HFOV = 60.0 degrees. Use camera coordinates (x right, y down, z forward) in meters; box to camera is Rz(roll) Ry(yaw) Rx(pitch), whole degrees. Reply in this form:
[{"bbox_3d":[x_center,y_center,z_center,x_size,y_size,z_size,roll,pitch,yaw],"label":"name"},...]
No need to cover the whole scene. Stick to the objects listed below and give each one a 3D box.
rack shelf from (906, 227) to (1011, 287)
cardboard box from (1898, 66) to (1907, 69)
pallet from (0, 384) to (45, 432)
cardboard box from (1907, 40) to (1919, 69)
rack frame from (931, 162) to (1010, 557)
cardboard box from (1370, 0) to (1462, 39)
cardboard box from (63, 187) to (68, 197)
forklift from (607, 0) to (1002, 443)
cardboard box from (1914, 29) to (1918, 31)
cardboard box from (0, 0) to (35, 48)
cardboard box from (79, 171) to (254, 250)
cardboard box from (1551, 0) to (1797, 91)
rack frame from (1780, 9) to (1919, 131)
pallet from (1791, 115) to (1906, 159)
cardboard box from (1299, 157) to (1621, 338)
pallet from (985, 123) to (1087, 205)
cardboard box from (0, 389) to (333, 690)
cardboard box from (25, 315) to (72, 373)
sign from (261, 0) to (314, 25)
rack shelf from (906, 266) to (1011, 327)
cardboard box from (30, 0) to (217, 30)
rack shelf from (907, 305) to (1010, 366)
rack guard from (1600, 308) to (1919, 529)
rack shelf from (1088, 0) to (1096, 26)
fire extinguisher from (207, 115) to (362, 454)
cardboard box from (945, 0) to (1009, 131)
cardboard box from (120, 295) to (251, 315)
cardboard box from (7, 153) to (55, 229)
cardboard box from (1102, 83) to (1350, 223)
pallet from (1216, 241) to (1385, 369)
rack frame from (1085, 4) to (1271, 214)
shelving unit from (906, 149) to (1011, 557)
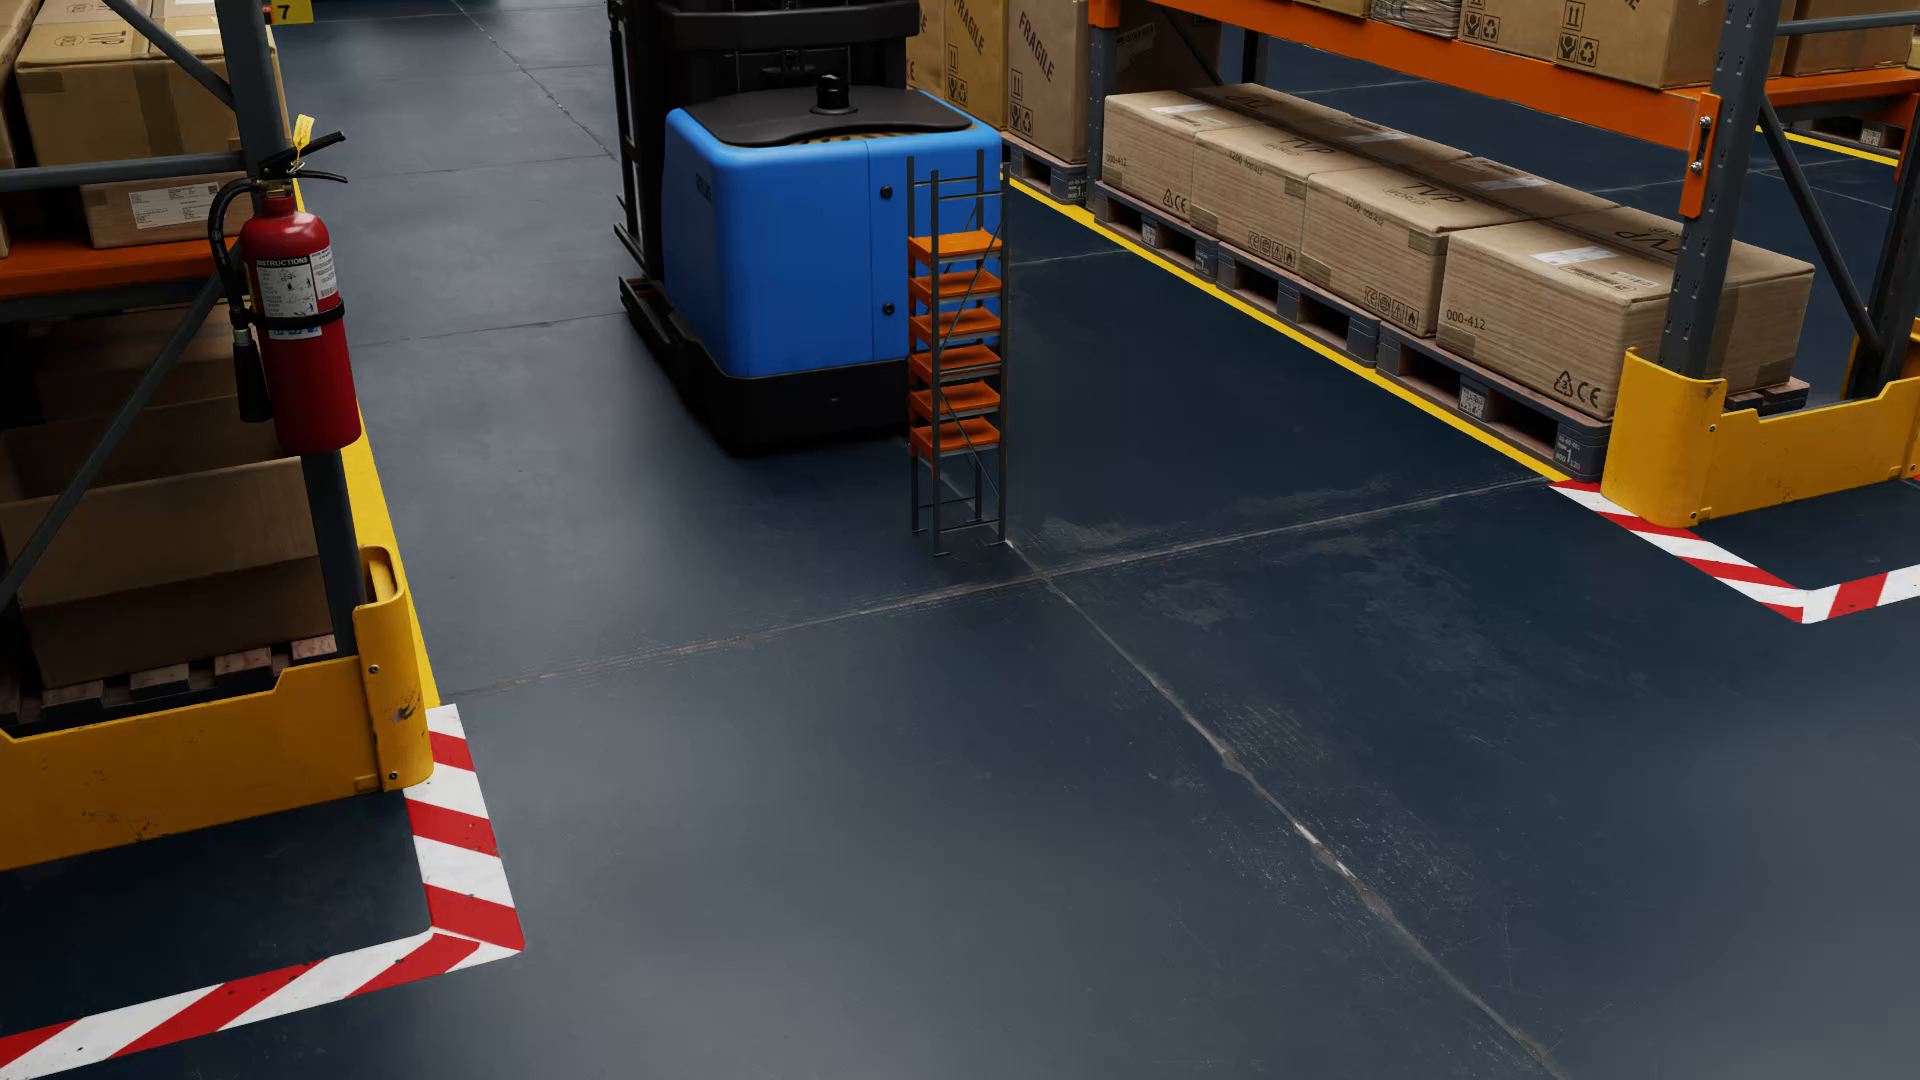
[{"bbox_3d":[-0.006,-0.829,4.860,0.258,0.103,0.180,-11,28,-21],"label":"rack shelf"},{"bbox_3d":[5.695,-2.813,10.025,0.380,0.149,0.250,-10,28,-20],"label":"cardboard box"},{"bbox_3d":[-2.665,-0.290,5.605,1.003,0.211,1.213,-11,28,-21],"label":"pallet"},{"bbox_3d":[5.808,-2.845,9.751,0.380,0.149,0.250,-11,28,-21],"label":"cardboard box"},{"bbox_3d":[0.030,-0.508,4.923,0.240,1.200,0.006,-11,28,-21],"label":"rack frame"},{"bbox_3d":[1.892,-2.159,6.140,0.500,0.500,0.500,-10,28,-19],"label":"cardboard box"},{"bbox_3d":[-2.002,-0.961,4.086,0.380,0.149,0.250,-11,28,-21],"label":"cardboard box"},{"bbox_3d":[-0.842,-2.277,6.573,1.130,2.935,3.031,-10,28,-19],"label":"forklift"},{"bbox_3d":[5.610,-3.060,10.192,0.380,0.149,0.250,-9,28,-19],"label":"cardboard box"},{"bbox_3d":[-2.473,-1.114,3.945,0.500,0.250,0.500,-10,28,-20],"label":"cardboard box"},{"bbox_3d":[-1.725,-0.766,3.687,0.380,0.149,0.250,-11,28,-21],"label":"cardboard box"},{"bbox_3d":[2.285,-1.748,5.298,0.500,0.500,0.500,-10,28,-20],"label":"cardboard box"},{"bbox_3d":[5.666,-4.060,10.147,1.000,3.000,0.127,-11,28,-21],"label":"rack frame"},{"bbox_3d":[5.962,-2.542,10.216,1.003,0.211,1.213,-11,28,-21],"label":"pallet"},{"bbox_3d":[2.001,-1.209,6.748,0.875,0.438,0.875,-10,28,-19],"label":"cardboard box"},{"bbox_3d":[0.779,-2.214,9.544,1.003,0.211,1.213,-11,28,-21],"label":"pallet"},{"bbox_3d":[-2.001,-0.030,4.259,0.797,0.503,0.637,-12,28,-23],"label":"cardboard box"},{"bbox_3d":[-3.204,-0.740,6.117,0.380,0.149,0.250,-11,28,-21],"label":"cardboard box"},{"bbox_3d":[-1.349,-1.182,3.265,0.100,0.325,0.005,-11,28,-21],"label":"sign"},{"bbox_3d":[-0.006,-0.721,4.913,0.258,0.103,0.180,-11,28,-21],"label":"rack shelf"},{"bbox_3d":[-1.976,-1.199,4.118,0.500,0.250,0.500,-10,28,-20],"label":"cardboard box"},{"bbox_3d":[-0.006,-0.613,4.966,0.258,0.103,0.180,-11,28,-21],"label":"rack shelf"},{"bbox_3d":[2.727,-0.421,5.542,1.175,0.500,0.348,-11,28,-21],"label":"rack guard"},{"bbox_3d":[0.368,-3.653,10.133,1.077,0.370,4.000,-11,28,-21],"label":"rack shelf"},{"bbox_3d":[-1.365,-0.517,3.404,0.296,0.674,0.183,-11,28,-21],"label":"fire extinguisher"},{"bbox_3d":[0.474,-3.003,9.924,0.875,0.875,0.875,-10,28,-19],"label":"cardboard box"},{"bbox_3d":[-2.415,-0.611,5.452,0.500,0.500,0.500,-10,28,-20],"label":"cardboard box"},{"bbox_3d":[-2.268,-0.787,3.730,0.380,0.149,0.250,-10,28,-19],"label":"cardboard box"},{"bbox_3d":[1.298,-1.934,8.234,0.875,0.438,0.875,-11,28,-21],"label":"cardboard box"},{"bbox_3d":[1.858,-1.102,7.266,1.003,0.211,1.213,-11,28,-21],"label":"pallet"},{"bbox_3d":[1.151,-3.169,8.321,1.000,3.000,0.127,-11,28,-21],"label":"rack frame"},{"bbox_3d":[-0.006,-0.545,4.999,0.258,1.200,0.189,-11,28,-21],"label":"shelving unit"}]
